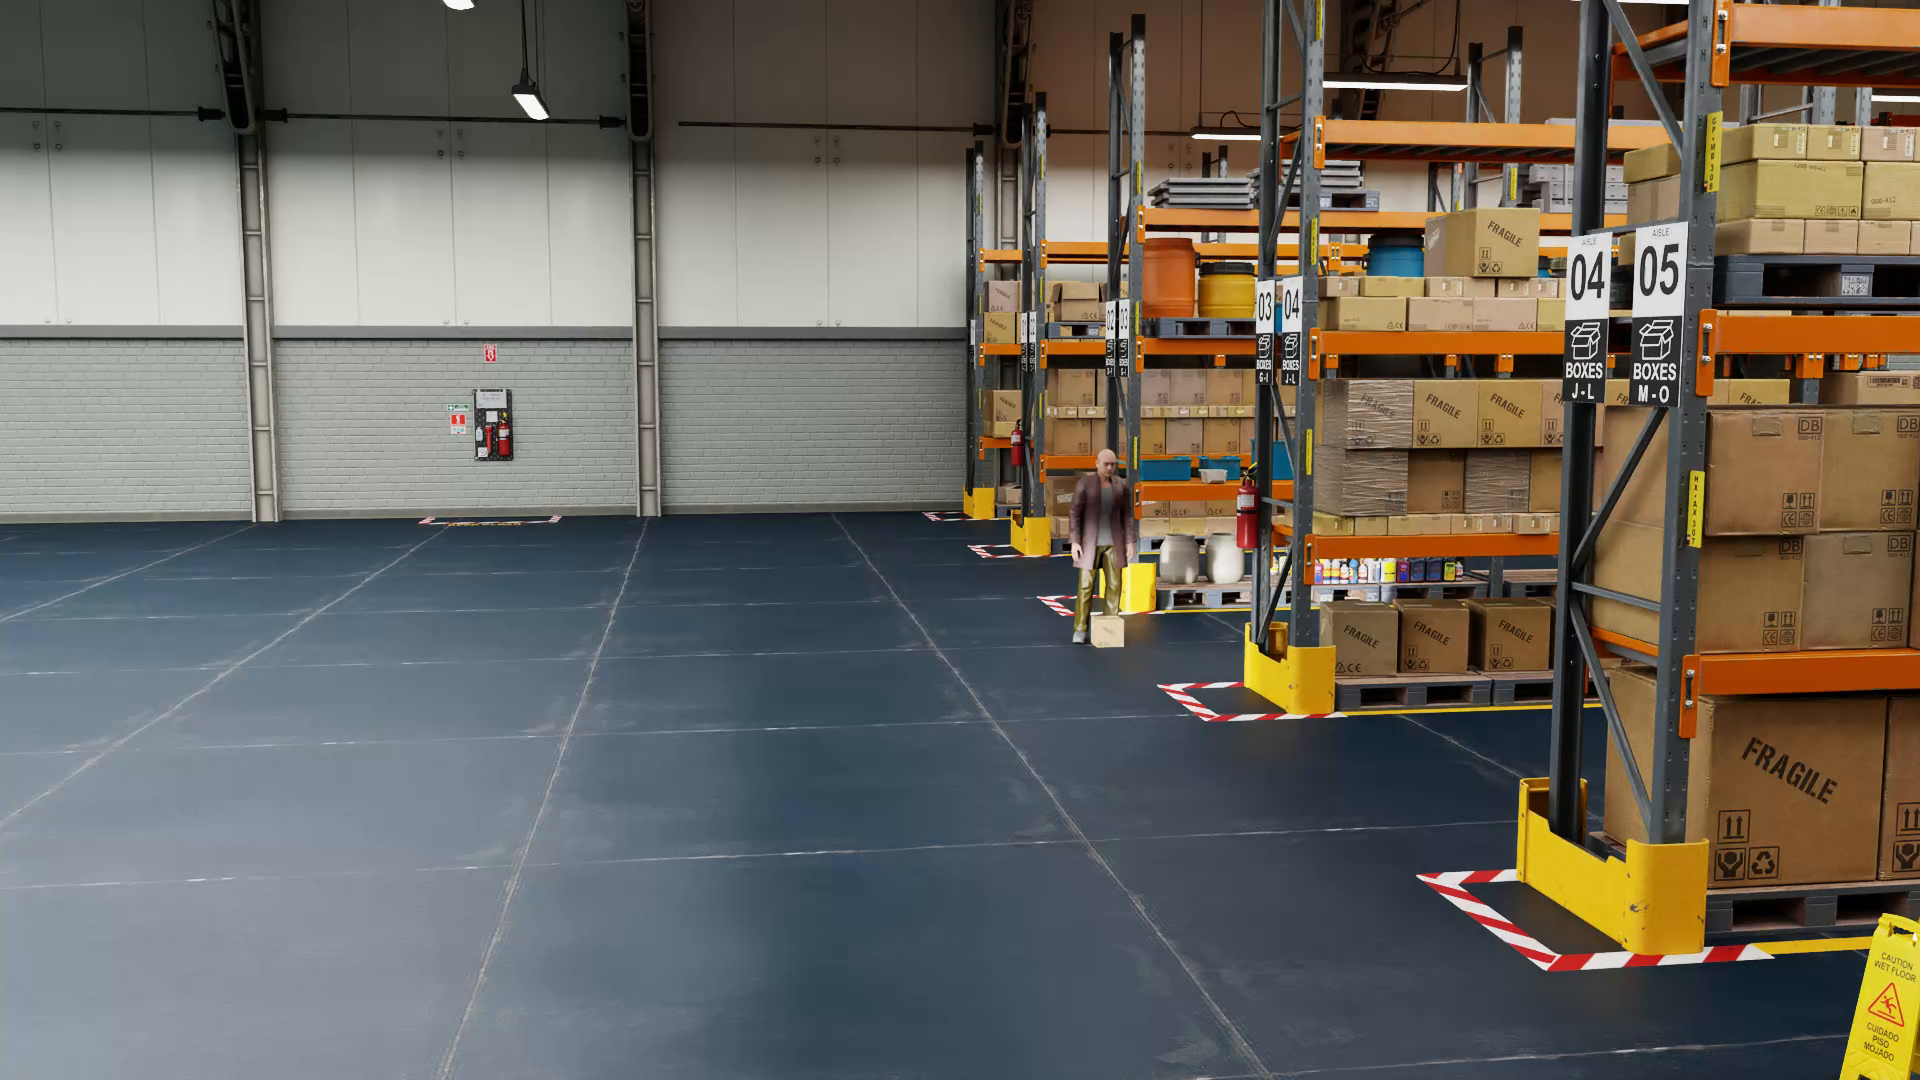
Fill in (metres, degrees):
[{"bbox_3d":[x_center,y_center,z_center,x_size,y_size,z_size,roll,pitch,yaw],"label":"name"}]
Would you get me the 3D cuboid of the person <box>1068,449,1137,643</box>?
[{"bbox_3d":[1.314,0.049,15.333,0.655,1.775,0.419,-1,6,-11],"label":"person"}]
